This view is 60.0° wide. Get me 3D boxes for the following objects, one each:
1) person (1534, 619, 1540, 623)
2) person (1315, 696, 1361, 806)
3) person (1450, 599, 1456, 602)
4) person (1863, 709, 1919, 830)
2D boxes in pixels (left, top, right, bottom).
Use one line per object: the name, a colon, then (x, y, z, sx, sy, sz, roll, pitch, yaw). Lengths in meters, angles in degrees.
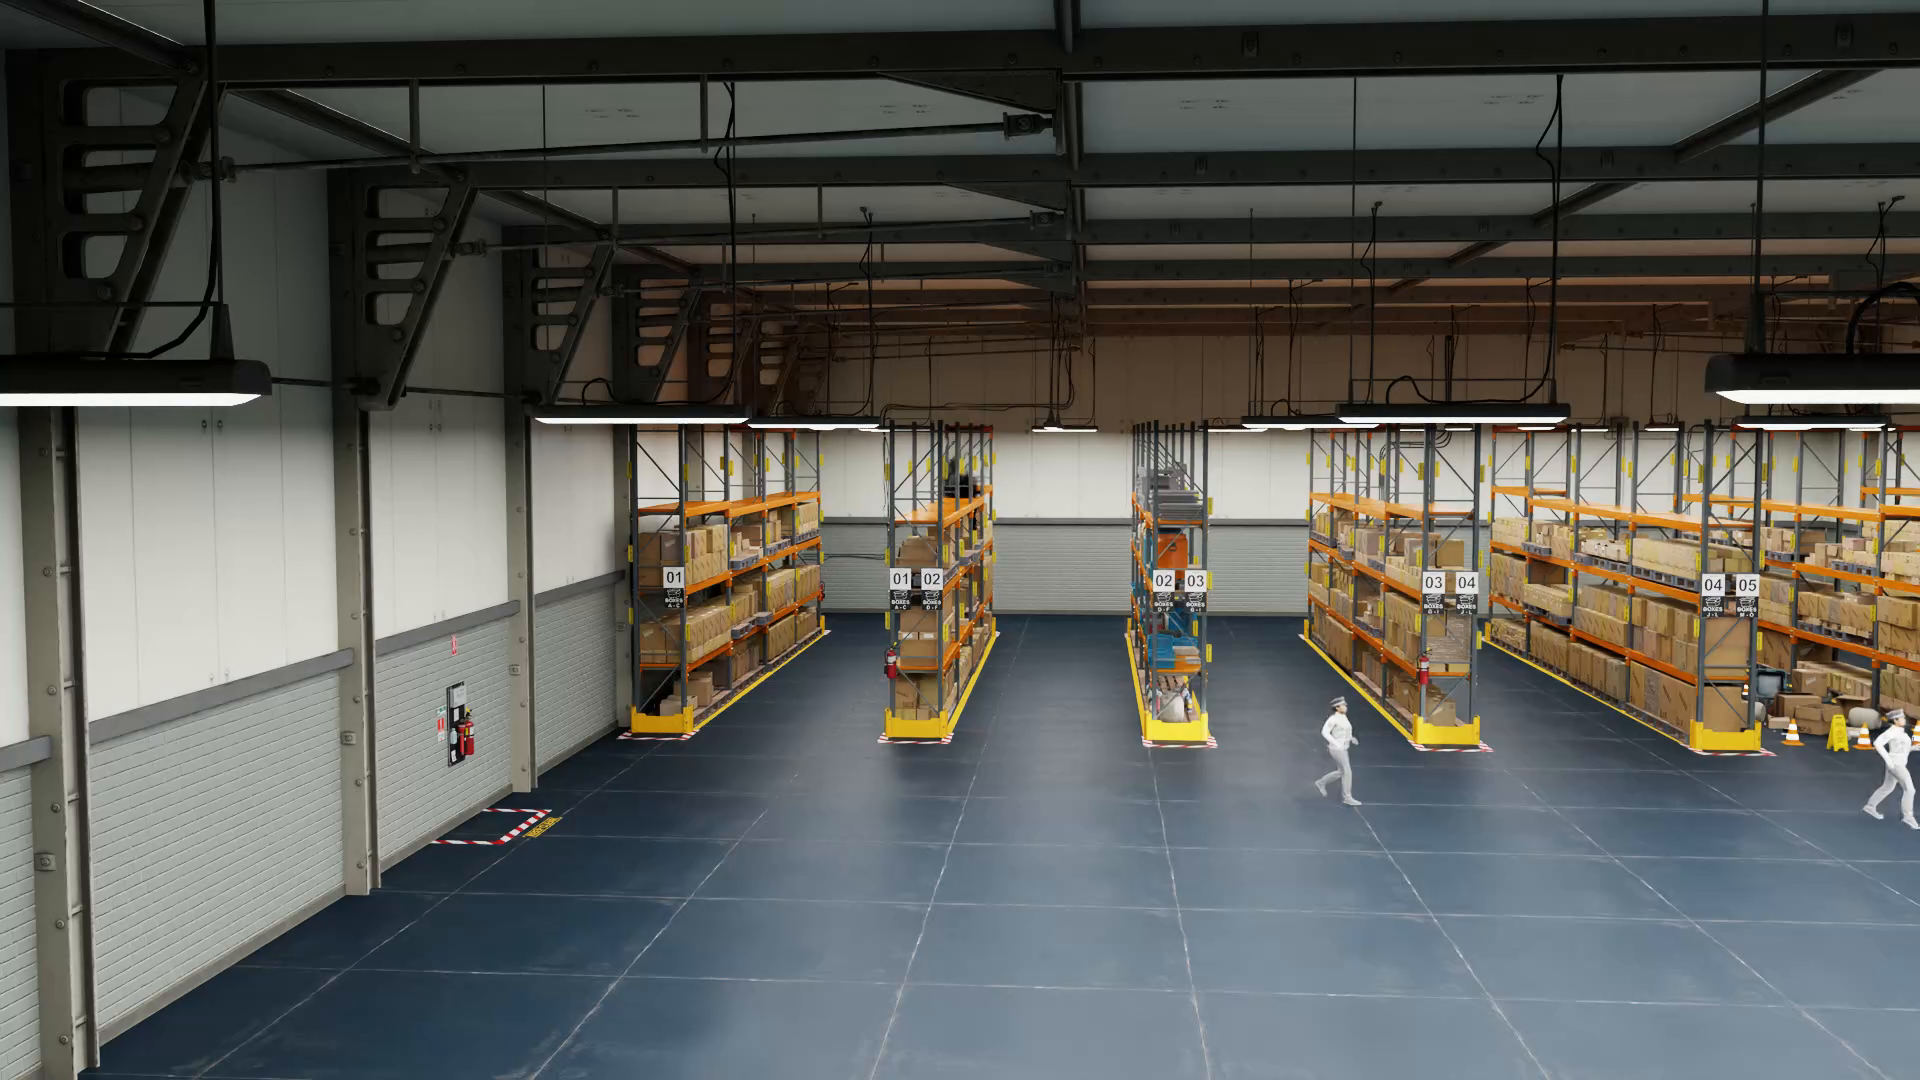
person: (16.677, 1.833, 47.486, 0.993, 1.760, 0.672, 0, 4, 6)
person: (5.841, 3.247, 25.748, 0.766, 1.683, 0.627, 2, 4, 32)
person: (13.793, 1.880, 46.849, 0.681, 1.746, 0.660, -3, 4, -35)
person: (13.692, 3.328, 24.342, 0.753, 1.747, 0.589, 2, 4, 34)
